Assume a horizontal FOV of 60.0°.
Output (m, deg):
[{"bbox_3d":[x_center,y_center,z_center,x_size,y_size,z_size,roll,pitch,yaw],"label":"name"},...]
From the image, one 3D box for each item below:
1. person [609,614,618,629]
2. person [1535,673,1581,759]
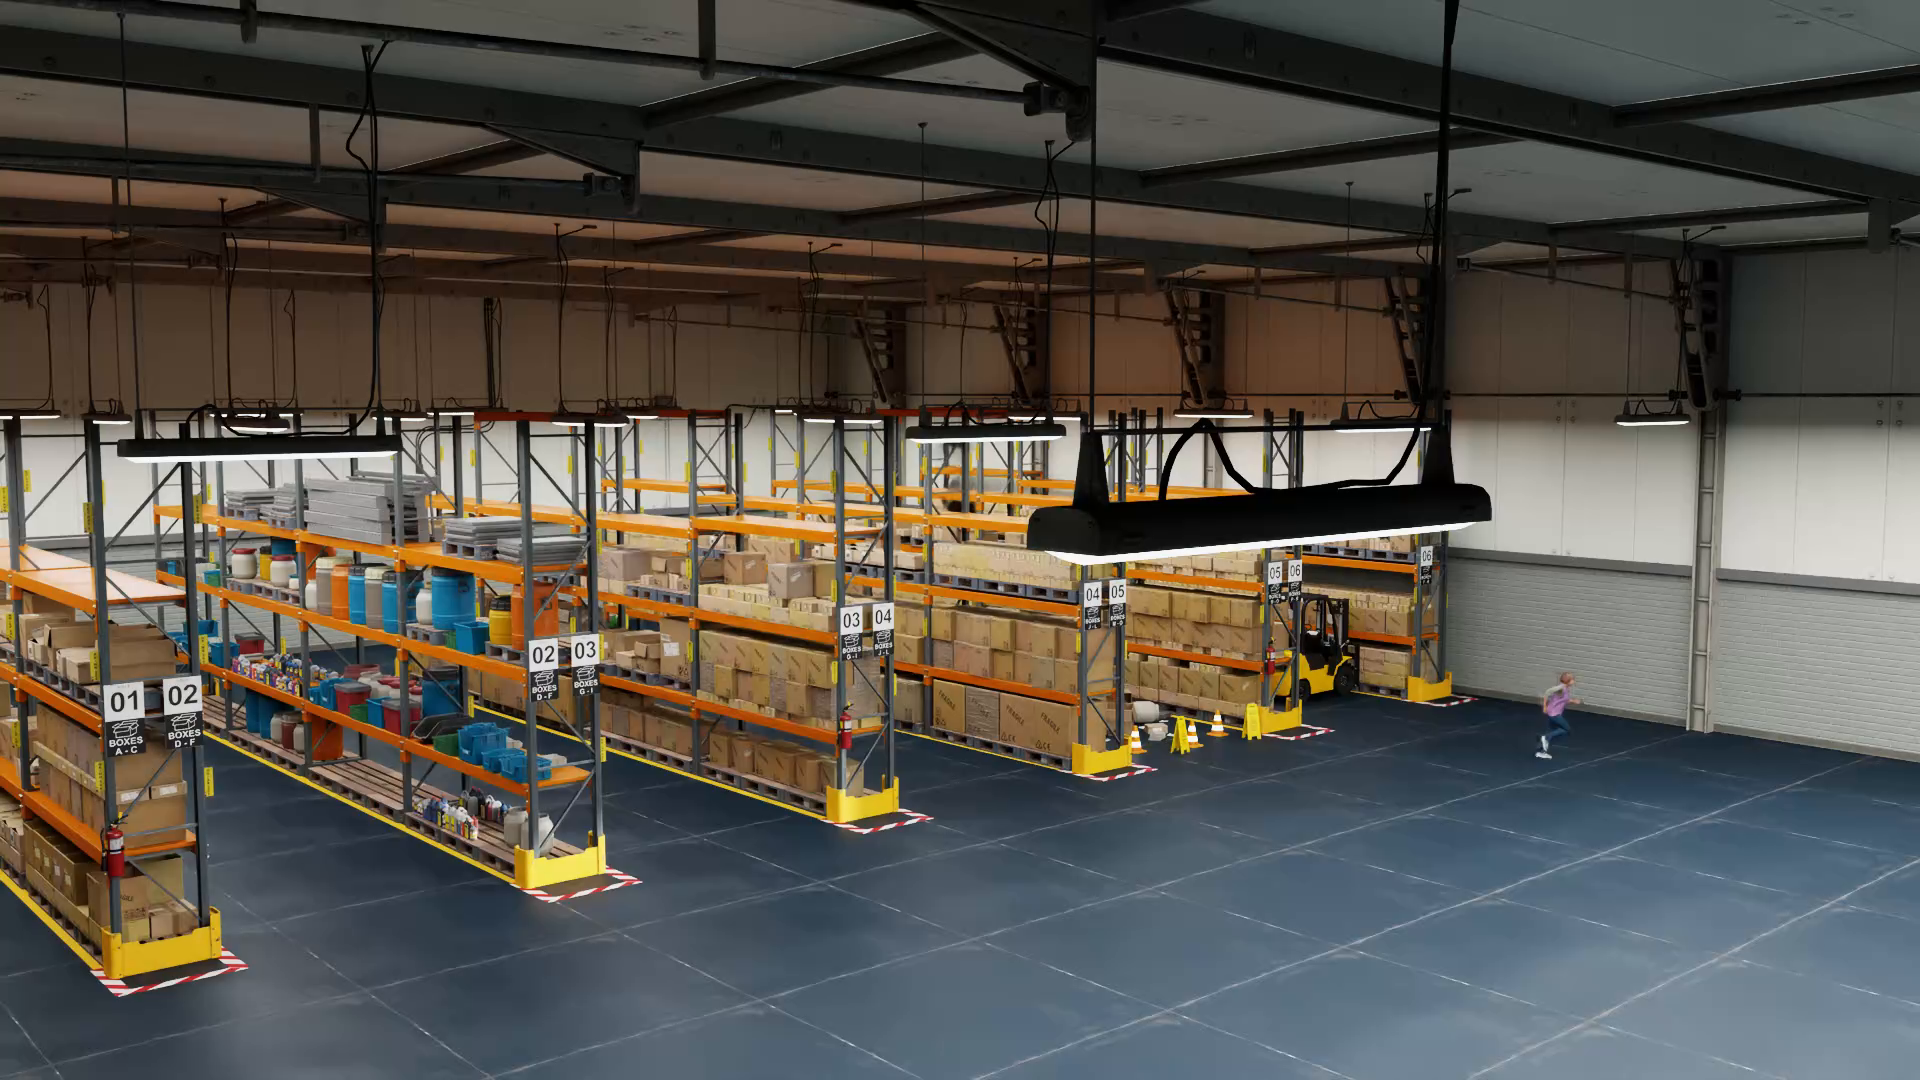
[{"bbox_3d":[-8.493,1.848,41.306,0.484,1.739,0.719,-1,5,-12],"label":"person"},{"bbox_3d":[10.357,3.044,28.788,0.717,1.525,0.525,2,6,25],"label":"person"}]
